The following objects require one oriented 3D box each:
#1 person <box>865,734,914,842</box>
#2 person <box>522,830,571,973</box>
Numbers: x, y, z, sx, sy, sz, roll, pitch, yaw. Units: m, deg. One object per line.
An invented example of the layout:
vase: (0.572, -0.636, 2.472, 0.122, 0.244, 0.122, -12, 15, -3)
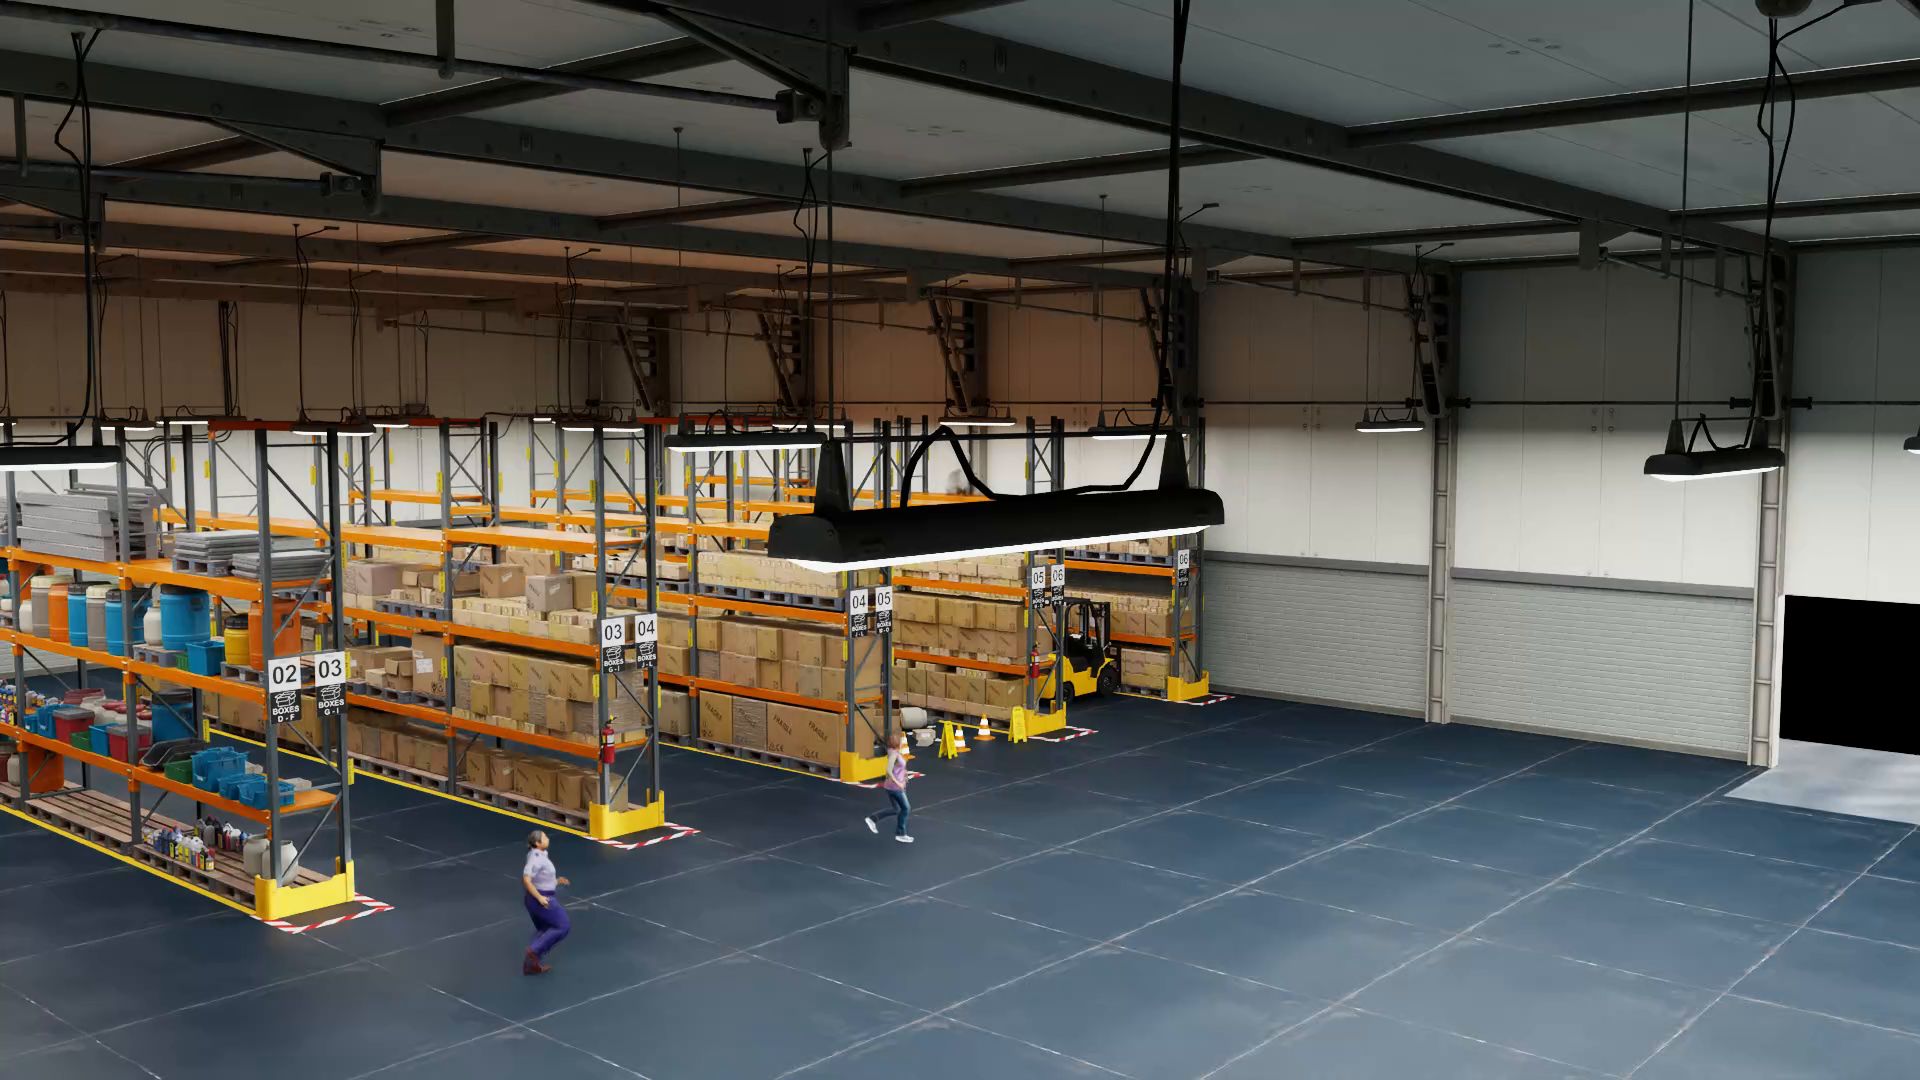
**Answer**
person: (-1.009, 3.570, 23.923, 0.696, 1.577, 0.557, -1, 5, -9)
person: (-4.593, 3.995, 18.426, 0.556, 1.600, 0.606, -2, 5, -24)
